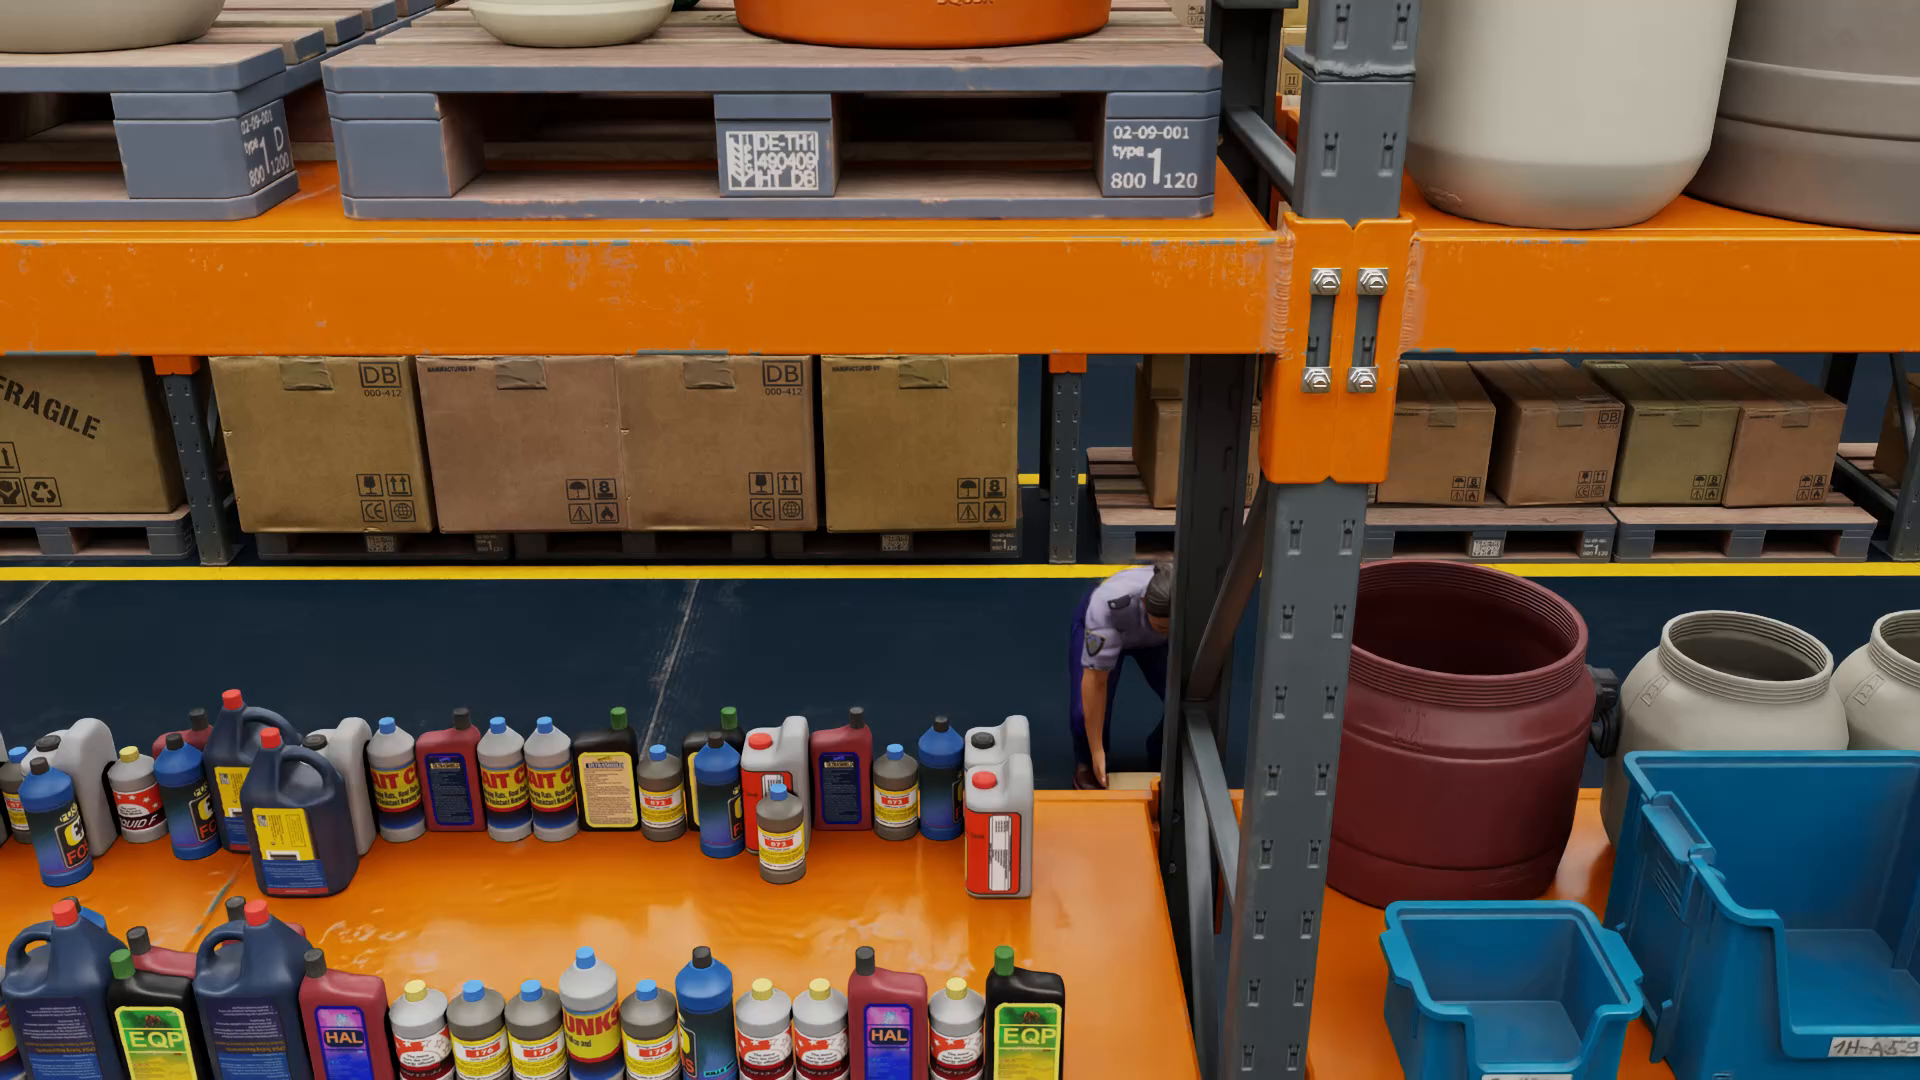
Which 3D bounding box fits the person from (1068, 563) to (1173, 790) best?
[{"bbox_3d":[0.647,0.474,5.937,0.530,0.941,0.572,0,24,-1],"label":"person"}]
